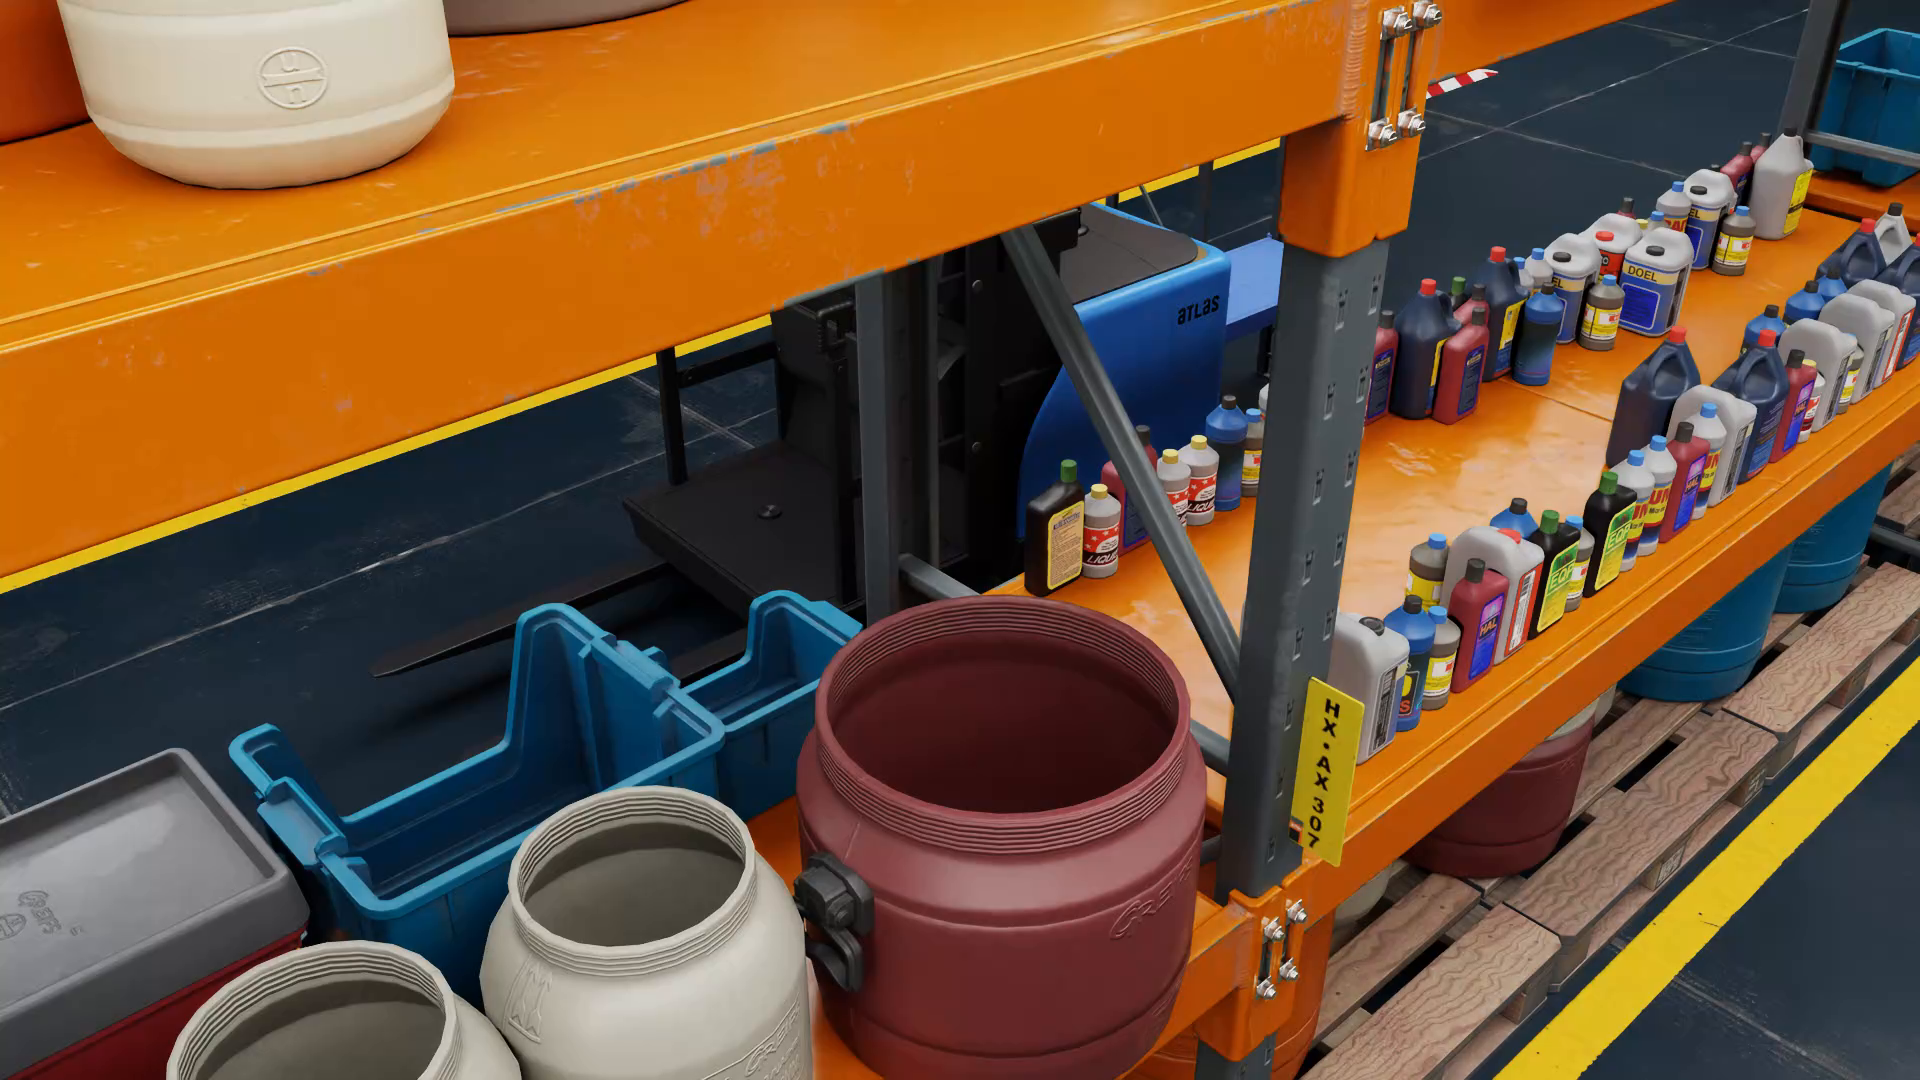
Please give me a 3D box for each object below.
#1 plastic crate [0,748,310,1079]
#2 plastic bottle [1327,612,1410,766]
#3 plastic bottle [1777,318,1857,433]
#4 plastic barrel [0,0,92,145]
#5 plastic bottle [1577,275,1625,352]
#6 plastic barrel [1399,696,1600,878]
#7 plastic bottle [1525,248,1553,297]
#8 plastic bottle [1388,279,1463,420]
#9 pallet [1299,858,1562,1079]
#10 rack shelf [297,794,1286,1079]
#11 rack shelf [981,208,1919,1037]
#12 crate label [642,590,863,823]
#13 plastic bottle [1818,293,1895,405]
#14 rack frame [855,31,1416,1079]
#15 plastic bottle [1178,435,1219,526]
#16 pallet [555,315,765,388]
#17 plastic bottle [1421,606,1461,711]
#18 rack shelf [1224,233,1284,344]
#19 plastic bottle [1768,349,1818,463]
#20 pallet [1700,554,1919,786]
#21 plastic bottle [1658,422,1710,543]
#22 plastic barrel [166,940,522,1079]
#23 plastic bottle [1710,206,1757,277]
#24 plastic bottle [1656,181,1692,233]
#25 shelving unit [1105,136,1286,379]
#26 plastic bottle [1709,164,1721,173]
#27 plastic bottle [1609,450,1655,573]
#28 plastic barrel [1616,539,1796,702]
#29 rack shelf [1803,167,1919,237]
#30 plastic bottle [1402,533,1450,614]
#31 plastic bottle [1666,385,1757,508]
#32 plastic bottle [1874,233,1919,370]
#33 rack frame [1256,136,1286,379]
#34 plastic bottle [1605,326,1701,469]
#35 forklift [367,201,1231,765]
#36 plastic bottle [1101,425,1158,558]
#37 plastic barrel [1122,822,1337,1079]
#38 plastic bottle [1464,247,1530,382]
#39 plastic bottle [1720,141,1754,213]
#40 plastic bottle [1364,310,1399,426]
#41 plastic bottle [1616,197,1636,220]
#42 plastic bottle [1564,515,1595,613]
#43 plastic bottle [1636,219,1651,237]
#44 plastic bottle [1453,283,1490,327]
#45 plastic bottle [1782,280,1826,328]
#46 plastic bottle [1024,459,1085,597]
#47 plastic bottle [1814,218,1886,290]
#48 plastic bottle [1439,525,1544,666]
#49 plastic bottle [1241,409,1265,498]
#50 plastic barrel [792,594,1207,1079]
[{"bbox_3d":[-1.198,0.659,2.236,0.583,0.464,0.402,-26,40,-35],"label":"plastic crate"},{"bbox_3d":[0.732,0.253,3.080,0.135,0.276,0.152,-26,40,-35],"label":"plastic bottle"},{"bbox_3d":[2.152,-0.434,4.203,0.135,0.276,0.152,-26,40,-35],"label":"plastic bottle"},{"bbox_3d":[-1.035,-0.793,1.384,0.708,0.830,0.600,-26,40,-35],"label":"plastic barrel"},{"bbox_3d":[1.779,-0.634,4.602,0.097,0.201,0.097,0,31,0],"label":"plastic bottle"},{"bbox_3d":[1.370,0.499,4.468,0.708,0.588,0.600,-26,40,-35],"label":"plastic barrel"},{"bbox_3d":[1.577,-0.674,4.601,0.097,0.271,0.097,0,31,0],"label":"plastic bottle"},{"bbox_3d":[1.184,-0.502,4.242,0.185,0.351,0.144,-26,40,-35],"label":"plastic bottle"},{"bbox_3d":[0.744,1.124,4.210,1.213,0.211,1.003,-26,40,-35],"label":"pallet"},{"bbox_3d":[-1.272,1.246,2.026,4.000,0.370,1.077,-26,40,-35],"label":"rack shelf"},{"bbox_3d":[1.661,-0.173,4.347,4.000,0.370,1.077,-26,40,-35],"label":"rack shelf"},{"bbox_3d":[-0.369,0.307,3.032,0.416,0.233,0.303,-26,40,-35],"label":"crate label"},{"bbox_3d":[2.322,-0.516,4.338,0.135,0.276,0.152,-26,40,-35],"label":"plastic bottle"},{"bbox_3d":[0.195,0.230,2.999,0.127,3.000,1.000,-26,40,-35],"label":"rack frame"},{"bbox_3d":[0.539,-0.142,3.798,0.097,0.201,0.097,0,31,0],"label":"plastic bottle"},{"bbox_3d":[-1.703,-1.157,7.941,1.213,0.211,1.003,-26,40,-35],"label":"pallet"},{"bbox_3d":[0.907,0.220,3.206,0.097,0.201,0.097,0,31,0],"label":"plastic bottle"},{"bbox_3d":[1.117,-0.969,6.742,1.000,0.185,0.538,-24,39,-34],"label":"rack shelf"},{"bbox_3d":[2.014,-0.338,4.039,0.133,0.283,0.061,-26,40,-35],"label":"plastic bottle"},{"bbox_3d":[2.534,0.258,5.625,1.213,0.211,1.003,-26,40,-35],"label":"pallet"},{"bbox_3d":[1.610,-0.143,3.720,0.133,0.283,0.061,-26,40,-35],"label":"plastic bottle"},{"bbox_3d":[-0.723,0.778,1.995,0.421,0.512,0.421,0,31,0],"label":"plastic barrel"},{"bbox_3d":[2.359,-0.915,5.061,0.097,0.201,0.097,0,31,0],"label":"plastic bottle"},{"bbox_3d":[2.157,-0.955,5.060,0.097,0.271,0.097,0,31,0],"label":"plastic bottle"},{"bbox_3d":[1.117,-1.123,6.648,1.048,1.500,0.538,-24,39,-34],"label":"shelving unit"},{"bbox_3d":[2.327,-1.037,5.195,0.097,0.271,0.097,0,31,0],"label":"plastic bottle"},{"bbox_3d":[1.442,-0.069,3.611,0.097,0.271,0.097,0,31,0],"label":"plastic bottle"},{"bbox_3d":[2.198,-0.035,5.041,0.708,0.901,0.600,-26,40,-35],"label":"plastic barrel"},{"bbox_3d":[4.594,-1.591,6.667,4.000,0.370,1.077,-26,40,-35],"label":"rack shelf"},{"bbox_3d":[0.973,0.080,3.435,0.097,0.201,0.097,0,31,0],"label":"plastic bottle"},{"bbox_3d":[1.749,-0.239,3.884,0.135,0.276,0.152,-26,40,-35],"label":"plastic bottle"},{"bbox_3d":[2.541,-0.651,4.487,0.185,0.351,0.144,-26,40,-35],"label":"plastic bottle"},{"bbox_3d":[1.503,-1.295,6.930,0.032,1.500,0.500,-24,39,-34],"label":"rack frame"},{"bbox_3d":[1.666,-0.336,3.972,0.185,0.351,0.144,-26,40,-35],"label":"plastic bottle"},{"bbox_3d":[-0.476,-1.039,5.140,3.031,2.935,1.130,-24,39,-34],"label":"forklift"},{"bbox_3d":[0.370,-0.109,3.665,0.133,0.283,0.061,-26,40,-35],"label":"plastic bottle"},{"bbox_3d":[0.542,0.797,3.750,0.708,0.830,0.600,-26,40,-35],"label":"plastic barrel"},{"bbox_3d":[1.418,-0.615,4.427,0.185,0.351,0.144,-26,40,-35],"label":"plastic bottle"},{"bbox_3d":[2.471,-1.125,5.326,0.133,0.283,0.061,-26,40,-35],"label":"plastic bottle"},{"bbox_3d":[1.039,-0.432,4.194,0.133,0.283,0.061,-26,40,-35],"label":"plastic bottle"},{"bbox_3d":[1.918,-0.857,4.888,0.133,0.283,0.061,-26,40,-35],"label":"plastic bottle"},{"bbox_3d":[1.272,0.043,3.495,0.097,0.201,0.097,0,31,0],"label":"plastic bottle"},{"bbox_3d":[2.015,-0.856,4.965,0.097,0.201,0.097,0,31,0],"label":"plastic bottle"},{"bbox_3d":[1.314,-0.522,4.340,0.133,0.283,0.061,-26,40,-35],"label":"plastic bottle"},{"bbox_3d":[2.224,-0.555,4.406,0.097,0.271,0.097,0,31,0],"label":"plastic bottle"},{"bbox_3d":[0.201,-0.027,3.531,0.133,0.283,0.061,-26,40,-35],"label":"plastic bottle"},{"bbox_3d":[2.443,-0.706,4.577,0.185,0.351,0.144,-26,40,-35],"label":"plastic bottle"},{"bbox_3d":[1.071,0.089,3.348,0.135,0.276,0.152,-26,40,-35],"label":"plastic bottle"},{"bbox_3d":[0.682,-0.211,3.911,0.097,0.201,0.097,0,31,0],"label":"plastic bottle"},{"bbox_3d":[0.060,0.452,2.505,0.708,0.536,0.600,-26,40,-35],"label":"plastic barrel"}]
